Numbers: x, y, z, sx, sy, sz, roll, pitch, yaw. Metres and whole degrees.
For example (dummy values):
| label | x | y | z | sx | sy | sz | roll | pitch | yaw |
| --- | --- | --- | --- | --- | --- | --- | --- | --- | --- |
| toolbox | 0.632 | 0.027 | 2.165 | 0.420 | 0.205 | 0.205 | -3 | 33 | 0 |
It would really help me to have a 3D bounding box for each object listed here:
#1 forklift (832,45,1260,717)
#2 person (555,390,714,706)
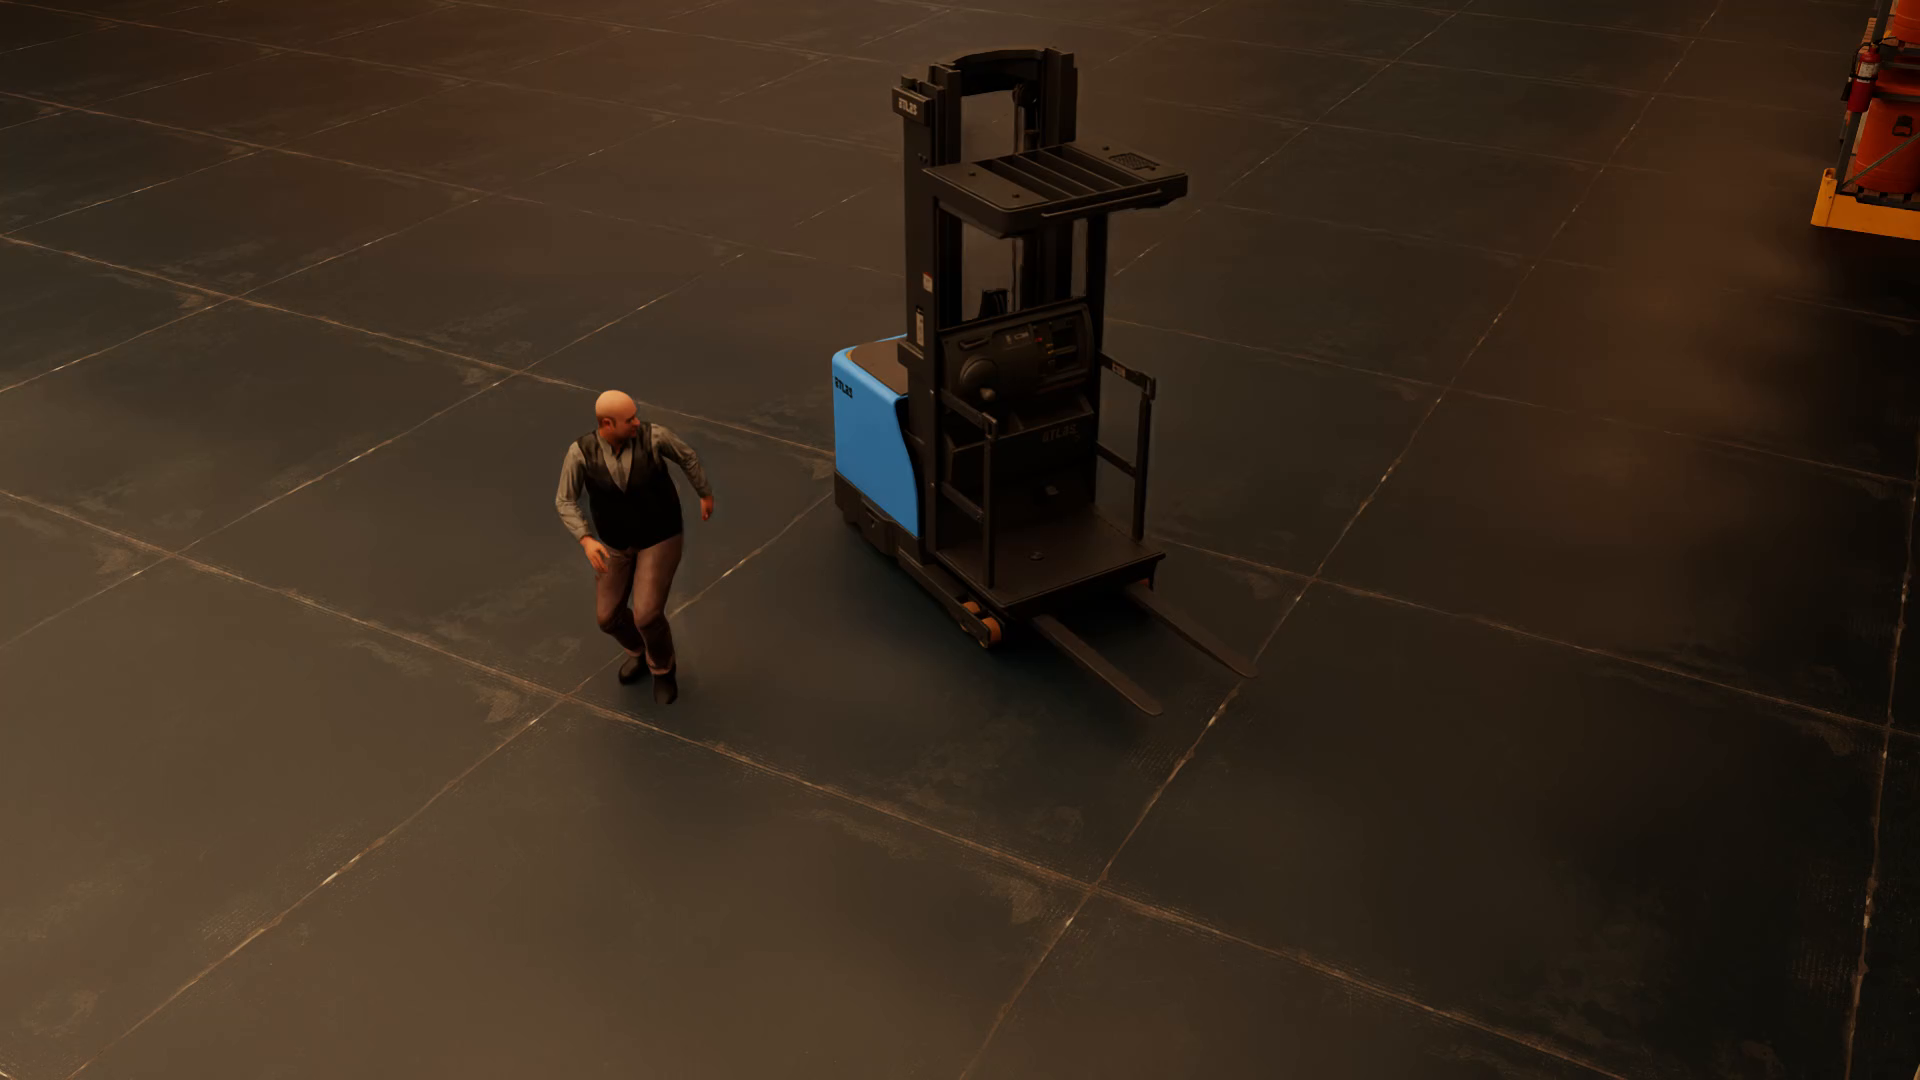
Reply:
| label | x | y | z | sx | sy | sz | roll | pitch | yaw |
| --- | --- | --- | --- | --- | --- | --- | --- | --- | --- |
| forklift | 0.432 | -0.952 | 8.720 | 1.130 | 2.935 | 3.031 | -17 | 34 | -27 |
| person | -1.633 | 0.015 | 8.370 | 0.655 | 1.701 | 0.746 | 4 | 30 | 8 |
